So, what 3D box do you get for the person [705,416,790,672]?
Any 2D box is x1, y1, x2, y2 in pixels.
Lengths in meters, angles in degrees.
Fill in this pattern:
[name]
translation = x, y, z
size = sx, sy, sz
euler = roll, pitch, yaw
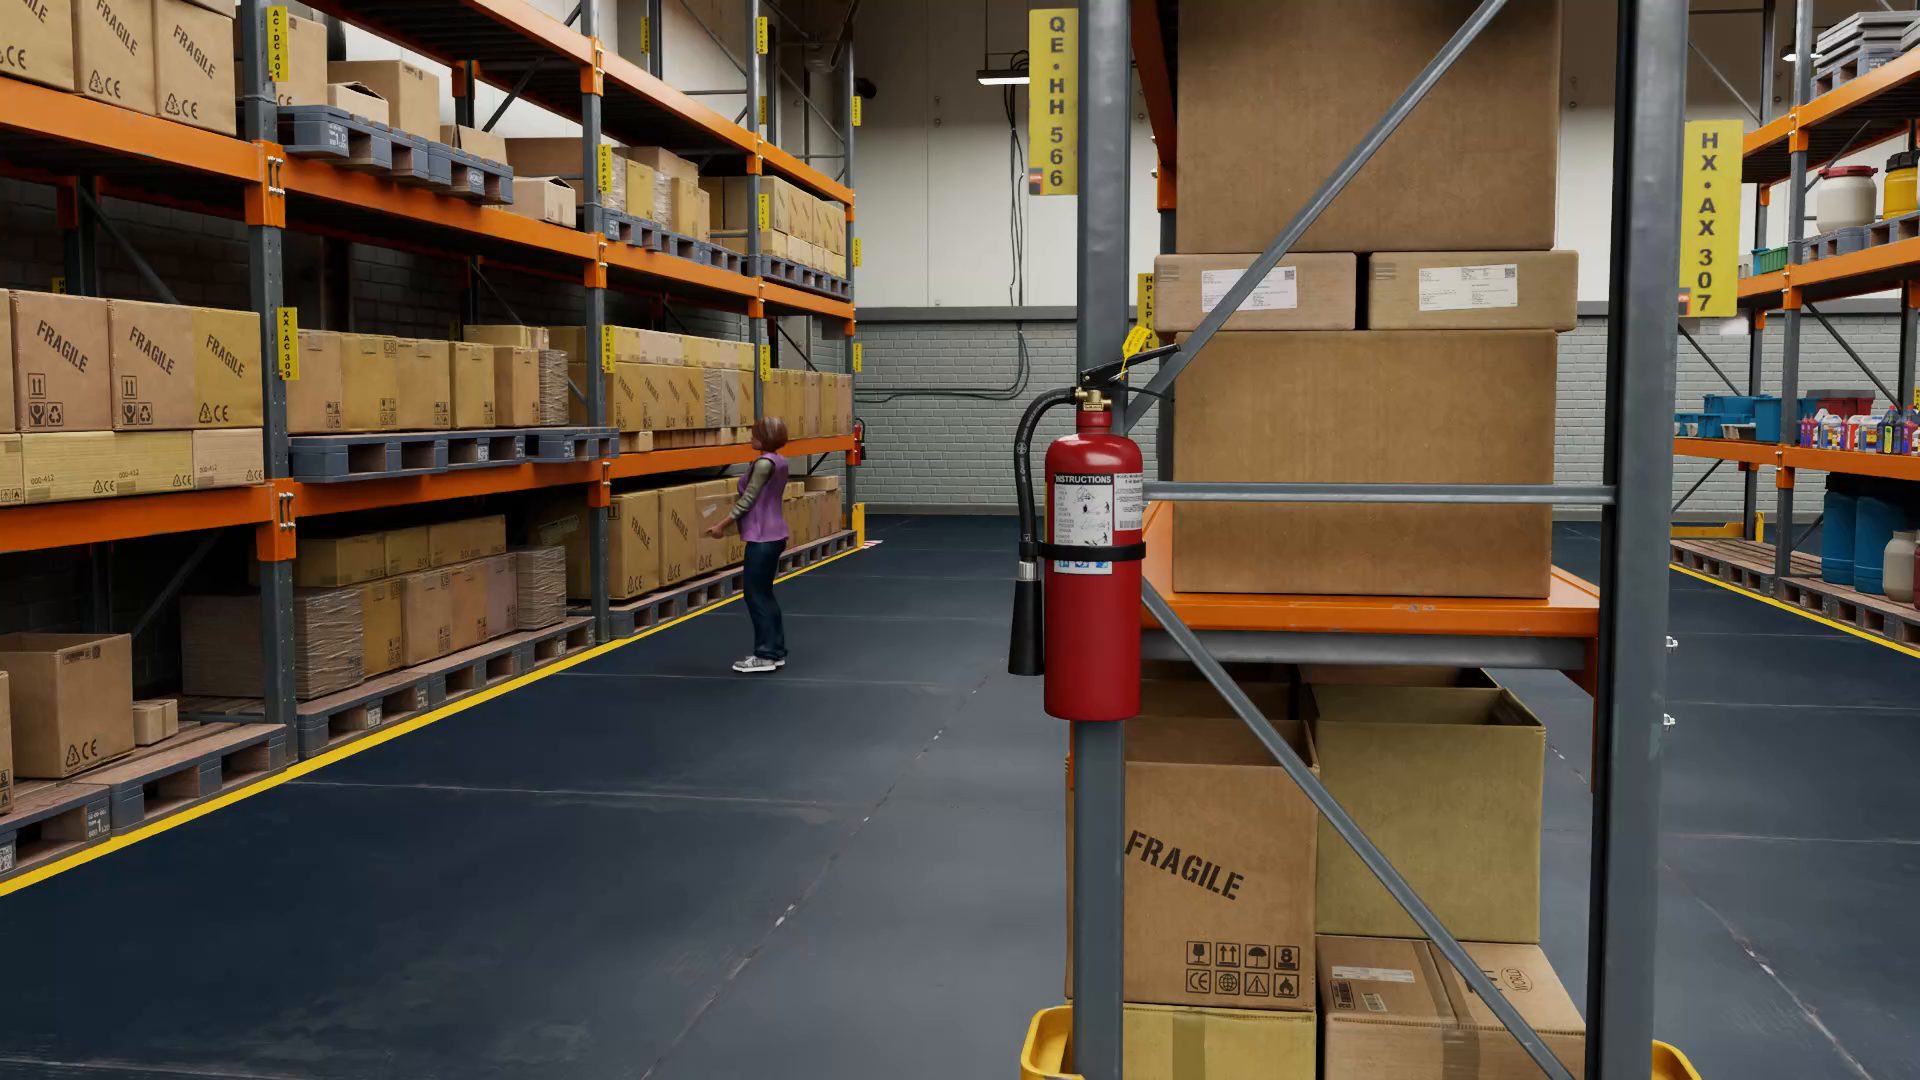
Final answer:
[person]
translation = -1.314, 0.021, 10.402
size = 0.500, 1.589, 0.405
euler = 1, 5, 9
